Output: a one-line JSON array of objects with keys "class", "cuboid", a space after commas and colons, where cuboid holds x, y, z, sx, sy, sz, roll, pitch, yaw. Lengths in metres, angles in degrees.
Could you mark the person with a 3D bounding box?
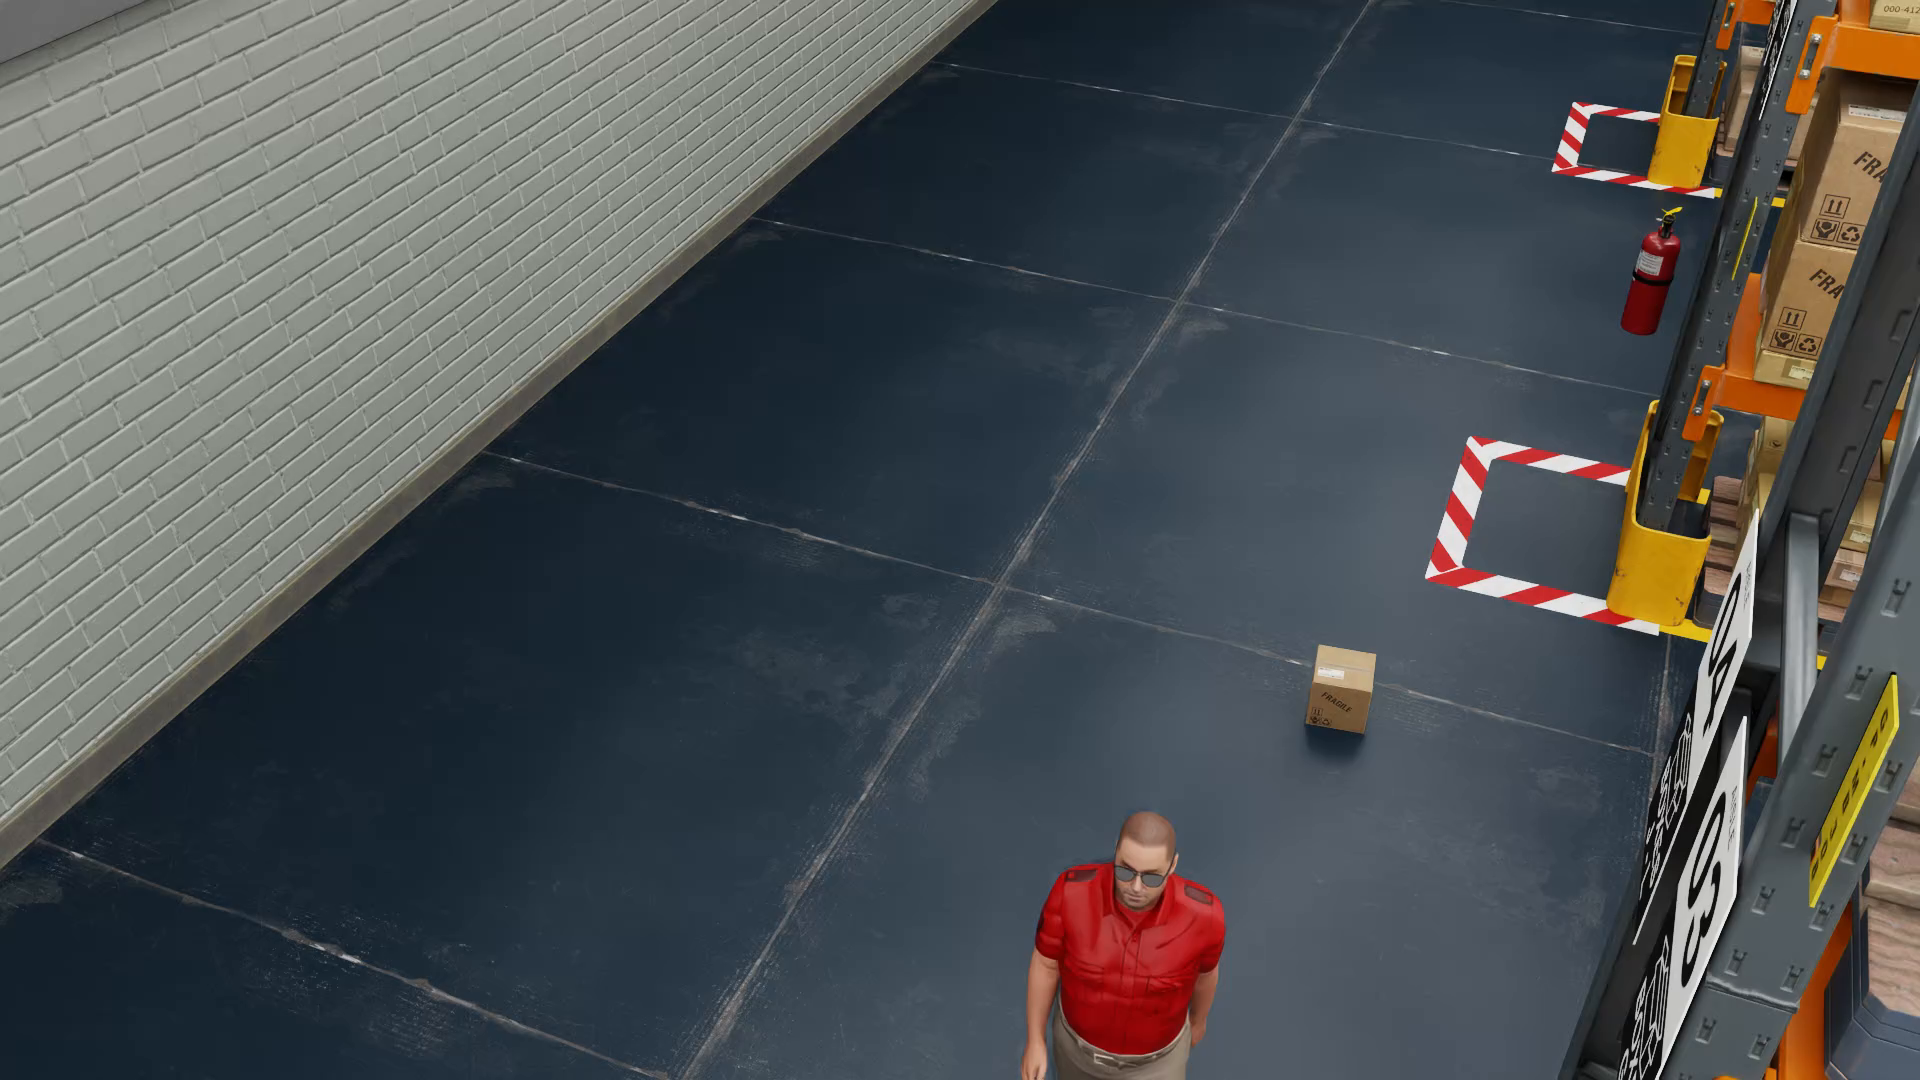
[{"class": "person", "cuboid": [0.464, 1.452, 4.922, 0.535, 1.678, 0.989, 10, 38, 13]}]
